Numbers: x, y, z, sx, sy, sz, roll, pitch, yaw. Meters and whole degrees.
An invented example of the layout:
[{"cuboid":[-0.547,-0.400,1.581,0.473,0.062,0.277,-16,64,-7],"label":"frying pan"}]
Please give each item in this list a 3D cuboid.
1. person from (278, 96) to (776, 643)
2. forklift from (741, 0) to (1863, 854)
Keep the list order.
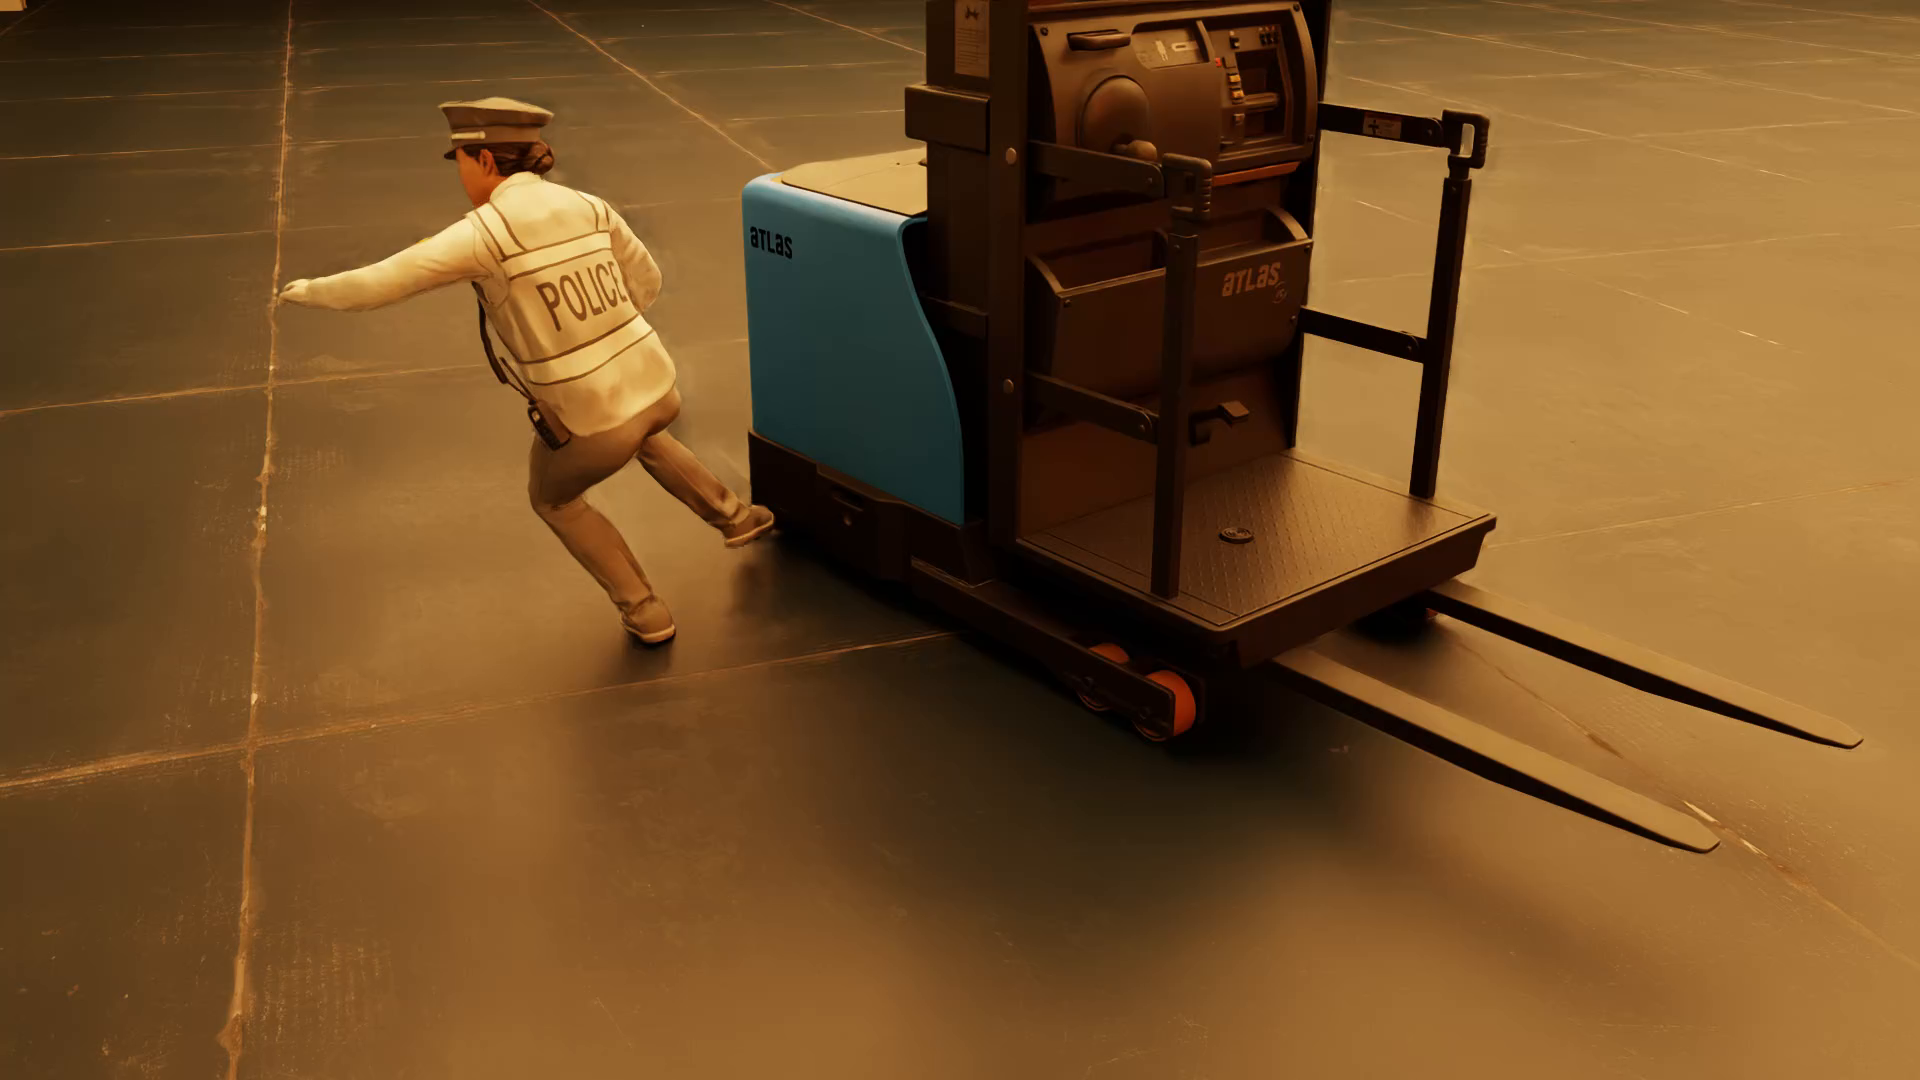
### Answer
[{"cuboid":[-1.008,-0.446,4.344,0.848,1.432,1.202,15,27,32],"label":"person"},{"cuboid":[0.681,-1.094,3.899,1.130,2.935,3.031,-18,29,-36],"label":"forklift"}]
